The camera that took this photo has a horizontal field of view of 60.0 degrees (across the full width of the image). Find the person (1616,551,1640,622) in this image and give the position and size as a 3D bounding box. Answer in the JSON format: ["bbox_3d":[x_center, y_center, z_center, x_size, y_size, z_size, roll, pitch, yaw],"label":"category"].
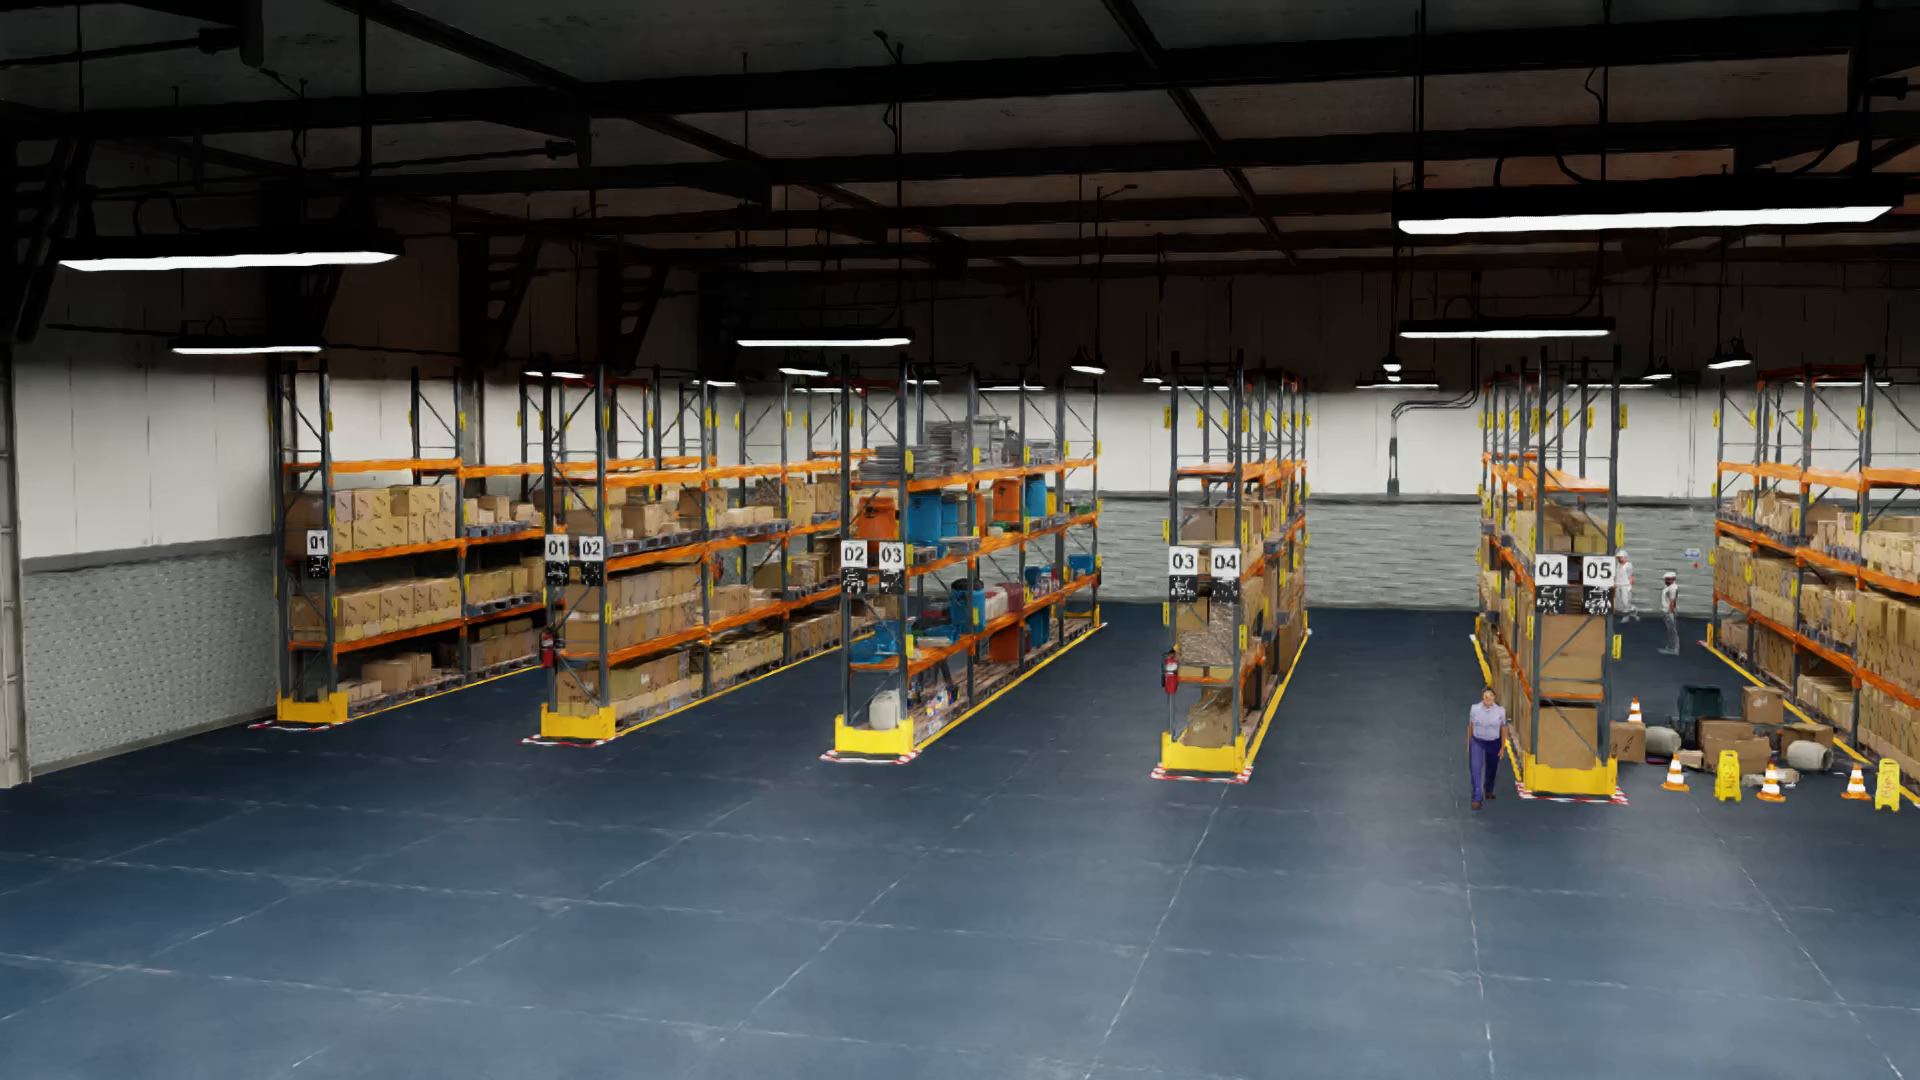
[{"bbox_3d":[16.455,1.152,41.034,0.441,1.779,0.702,-2,4,-21],"label":"person"}]

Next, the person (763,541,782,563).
[{"bbox_3d":[-5.238,0.825,46.824,0.609,1.604,0.814,0,4,-1],"label":"person"}]

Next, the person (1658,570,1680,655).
[{"bbox_3d":[15.183,1.542,35.546,0.406,1.783,0.664,1,4,18],"label":"person"}]

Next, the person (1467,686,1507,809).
[{"bbox_3d":[6.839,2.656,21.555,0.478,1.567,1.093,1,4,13],"label":"person"}]

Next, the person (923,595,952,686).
[{"bbox_3d":[-0.406,1.824,29.976,0.553,1.648,0.626,0,4,3],"label":"person"}]
